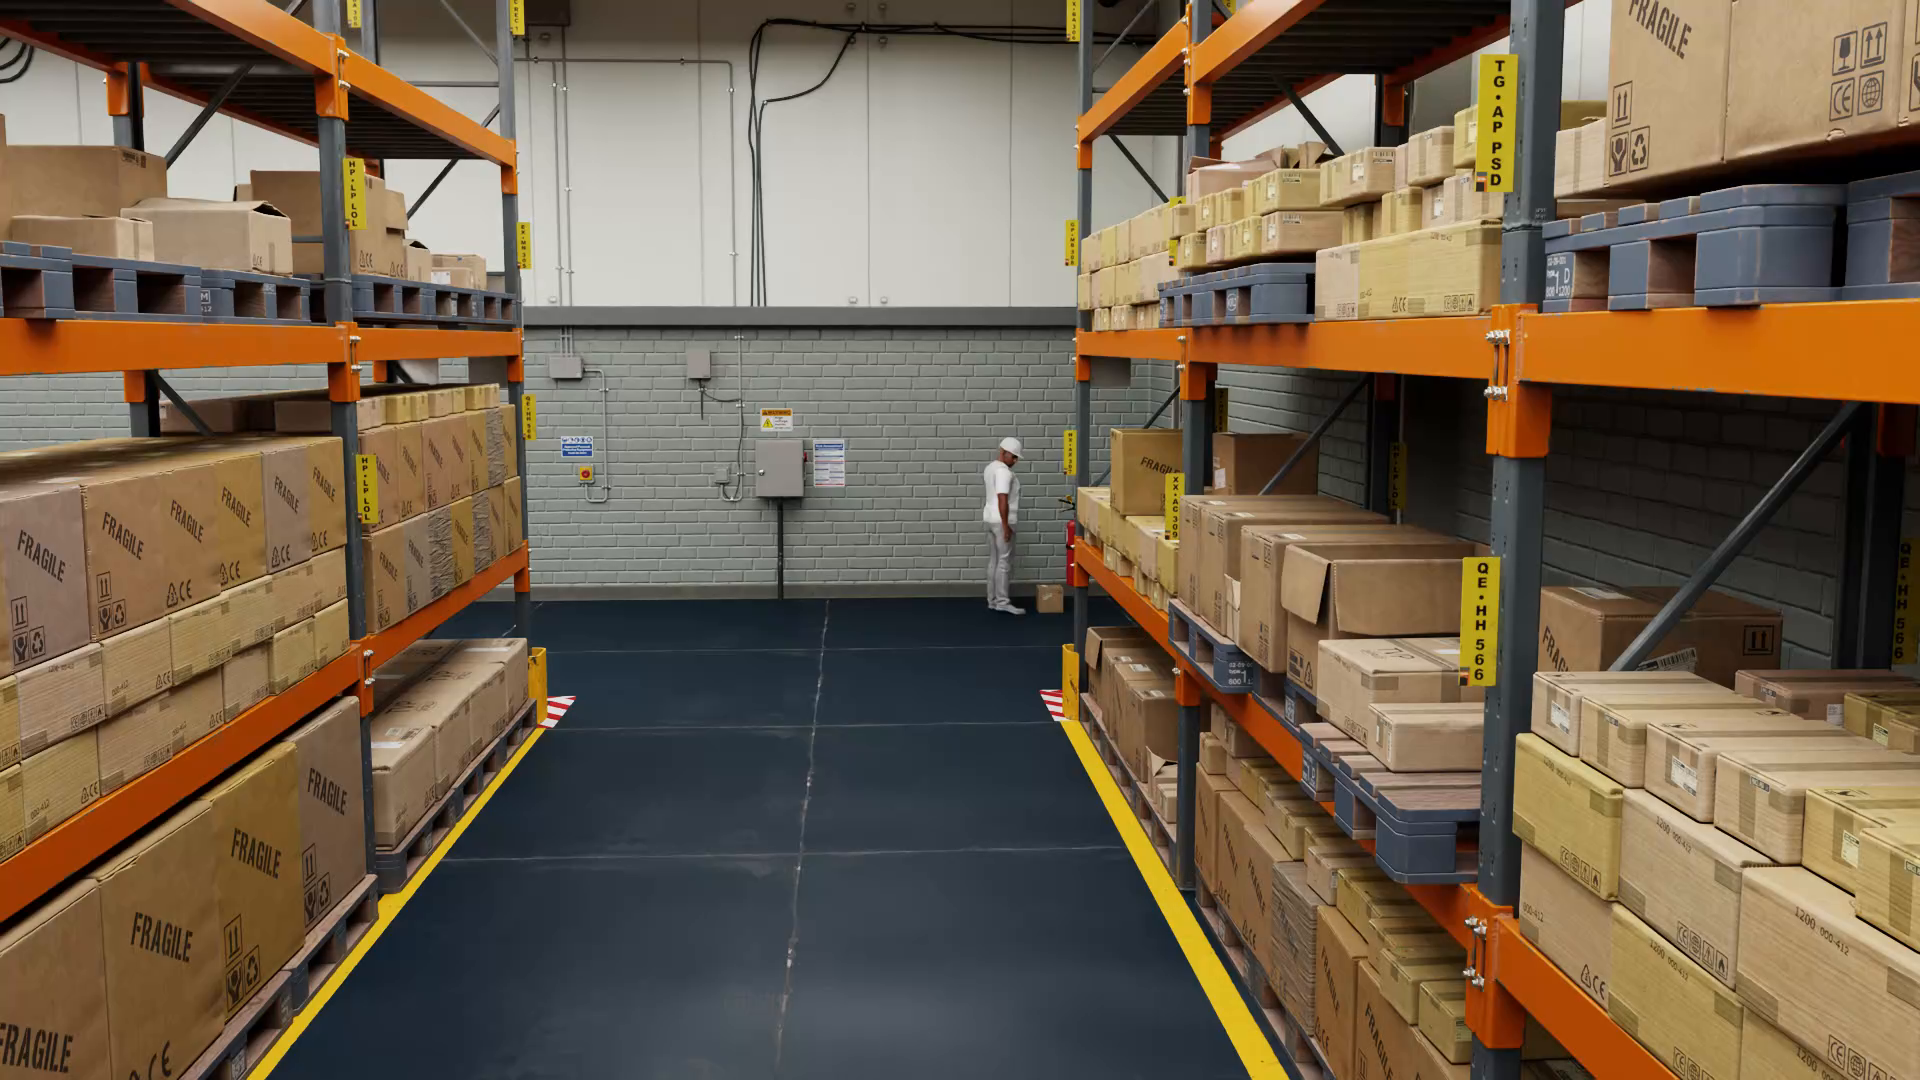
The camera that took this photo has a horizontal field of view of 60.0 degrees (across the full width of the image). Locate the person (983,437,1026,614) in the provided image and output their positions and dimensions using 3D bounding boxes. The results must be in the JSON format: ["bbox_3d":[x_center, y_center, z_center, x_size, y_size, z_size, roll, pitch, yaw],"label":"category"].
[{"bbox_3d":[0.433,-0.158,16.913,0.377,1.778,0.675,-2,7,-19],"label":"person"}]
